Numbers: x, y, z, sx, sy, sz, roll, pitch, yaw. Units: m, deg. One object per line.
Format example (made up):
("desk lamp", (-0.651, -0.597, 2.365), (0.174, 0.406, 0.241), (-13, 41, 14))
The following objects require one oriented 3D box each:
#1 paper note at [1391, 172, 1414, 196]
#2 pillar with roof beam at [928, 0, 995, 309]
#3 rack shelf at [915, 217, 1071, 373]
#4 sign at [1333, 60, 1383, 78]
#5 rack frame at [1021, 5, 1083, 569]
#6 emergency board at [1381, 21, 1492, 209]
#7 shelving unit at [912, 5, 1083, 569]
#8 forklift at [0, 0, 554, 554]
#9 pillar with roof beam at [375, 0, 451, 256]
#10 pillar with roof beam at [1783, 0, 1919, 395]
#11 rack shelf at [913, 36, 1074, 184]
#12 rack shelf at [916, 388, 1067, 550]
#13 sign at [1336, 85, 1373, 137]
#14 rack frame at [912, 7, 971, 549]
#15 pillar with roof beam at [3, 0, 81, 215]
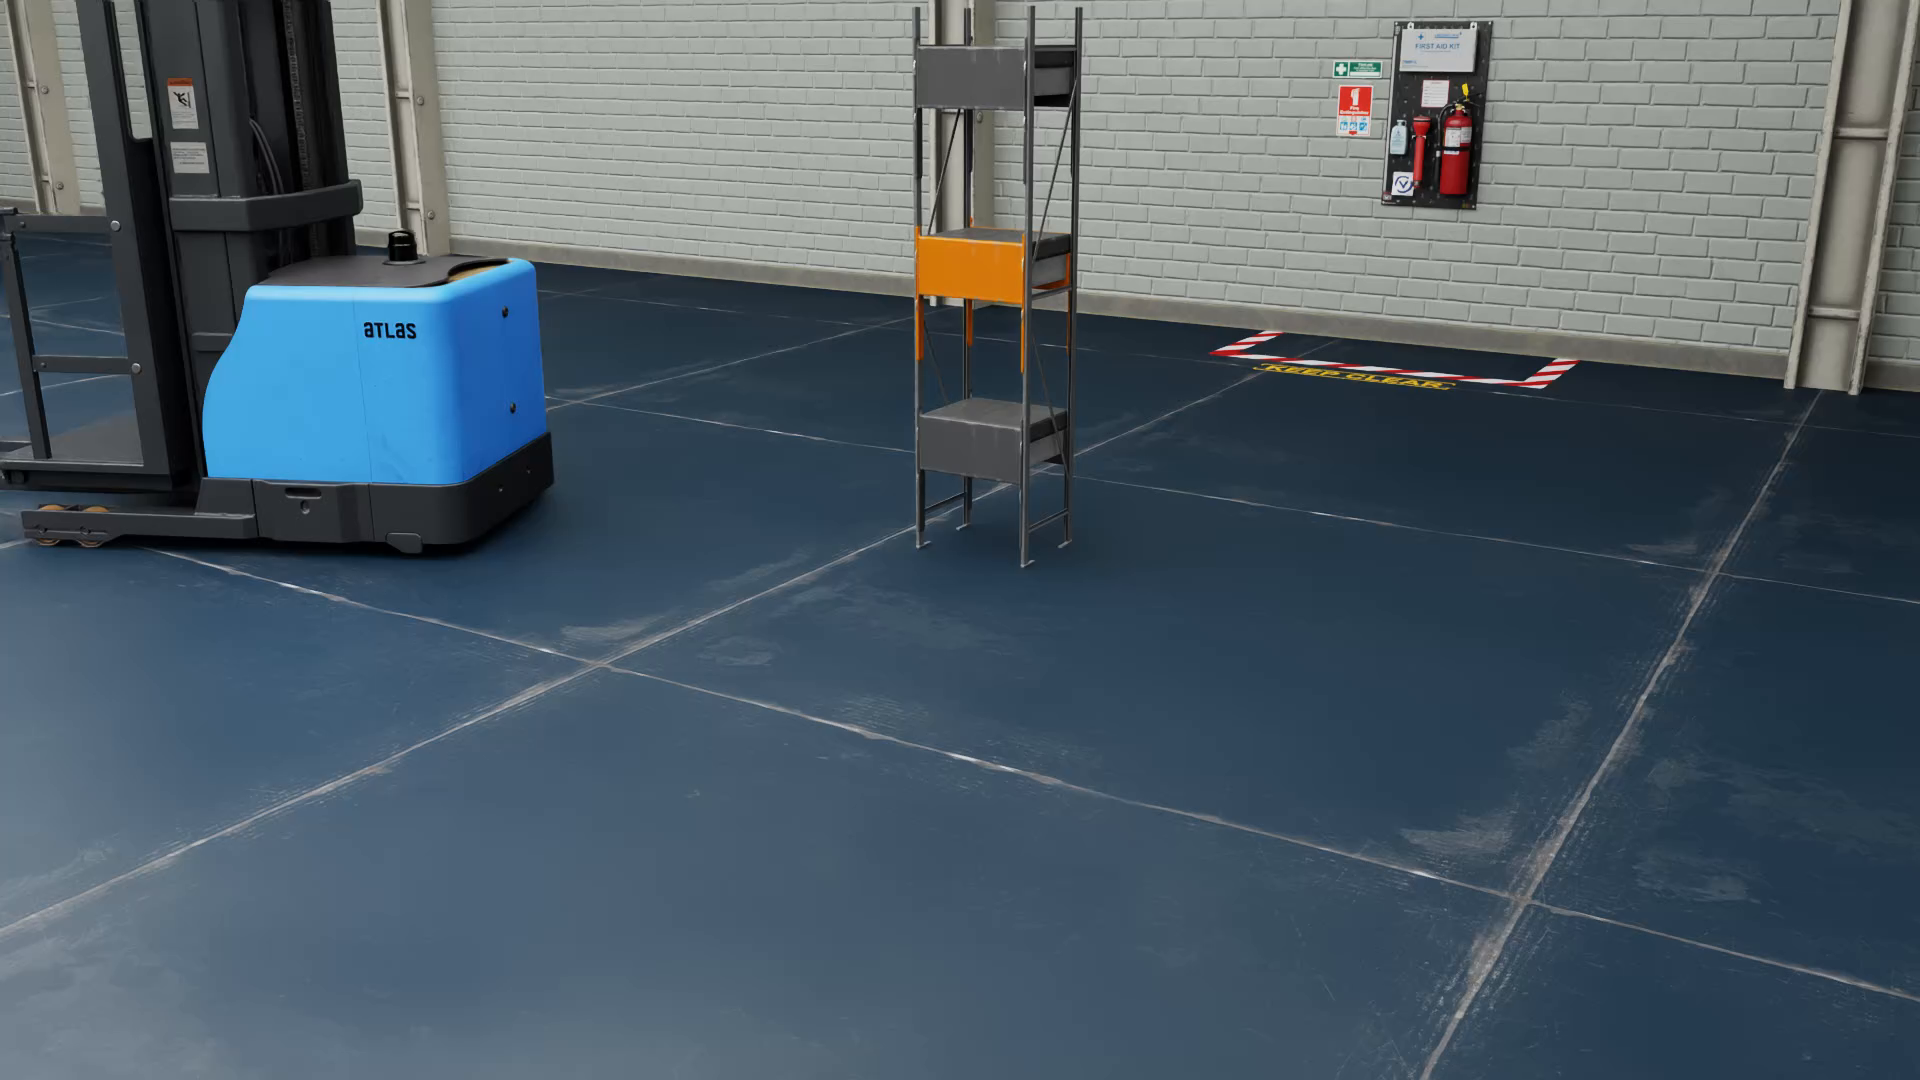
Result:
("paper note", (2.926, -2.352, 10.979), (0.142, 0.148, 0.016), (10, 20, 30))
("pillar with roof beam", (-2.239, -5.061, 8.060), (0.400, 9.000, 9.100), (10, 20, 30))
("rack shelf", (0.141, -0.966, 6.497), (0.480, 0.518, 0.431), (10, 20, 30))
("sign", (2.623, -3.107, 10.975), (0.331, 0.109, 0.001), (10, 20, 30))
("rack frame", (0.349, -0.942, 6.371), (0.015, 2.100, 0.400), (10, 20, 30))
("emergency board", (3.041, -2.730, 10.706), (0.643, 1.169, 0.194), (10, 20, 30))
("shelving unit", (0.141, -0.979, 6.493), (0.503, 2.100, 0.431), (10, 20, 30))
("forklift", (-3.382, -1.520, 6.841), (3.031, 2.935, 1.130), (2, 17, 7))
("pillar with roof beam", (-7.351, -5.974, 11.065), (0.400, 9.000, 9.100), (10, 20, 30))
("pillar with roof beam", (2.874, -4.148, 5.056), (0.400, 9.000, 9.100), (10, 20, 30))
("rack shelf", (0.141, -1.636, 6.294), (0.480, 0.518, 0.431), (10, 20, 30))
("rack shelf", (0.141, -0.297, 6.701), (0.480, 0.518, 0.431), (10, 20, 30))
("sign", (2.624, -2.856, 11.062), (0.234, 0.329, 0.001), (10, 20, 30))
("rack frame", (-0.067, -1.017, 6.615), (0.015, 2.100, 0.400), (10, 20, 30))
("pillar with roof beam", (-12.464, -6.886, 14.069), (0.400, 9.000, 9.100), (10, 20, 30))
